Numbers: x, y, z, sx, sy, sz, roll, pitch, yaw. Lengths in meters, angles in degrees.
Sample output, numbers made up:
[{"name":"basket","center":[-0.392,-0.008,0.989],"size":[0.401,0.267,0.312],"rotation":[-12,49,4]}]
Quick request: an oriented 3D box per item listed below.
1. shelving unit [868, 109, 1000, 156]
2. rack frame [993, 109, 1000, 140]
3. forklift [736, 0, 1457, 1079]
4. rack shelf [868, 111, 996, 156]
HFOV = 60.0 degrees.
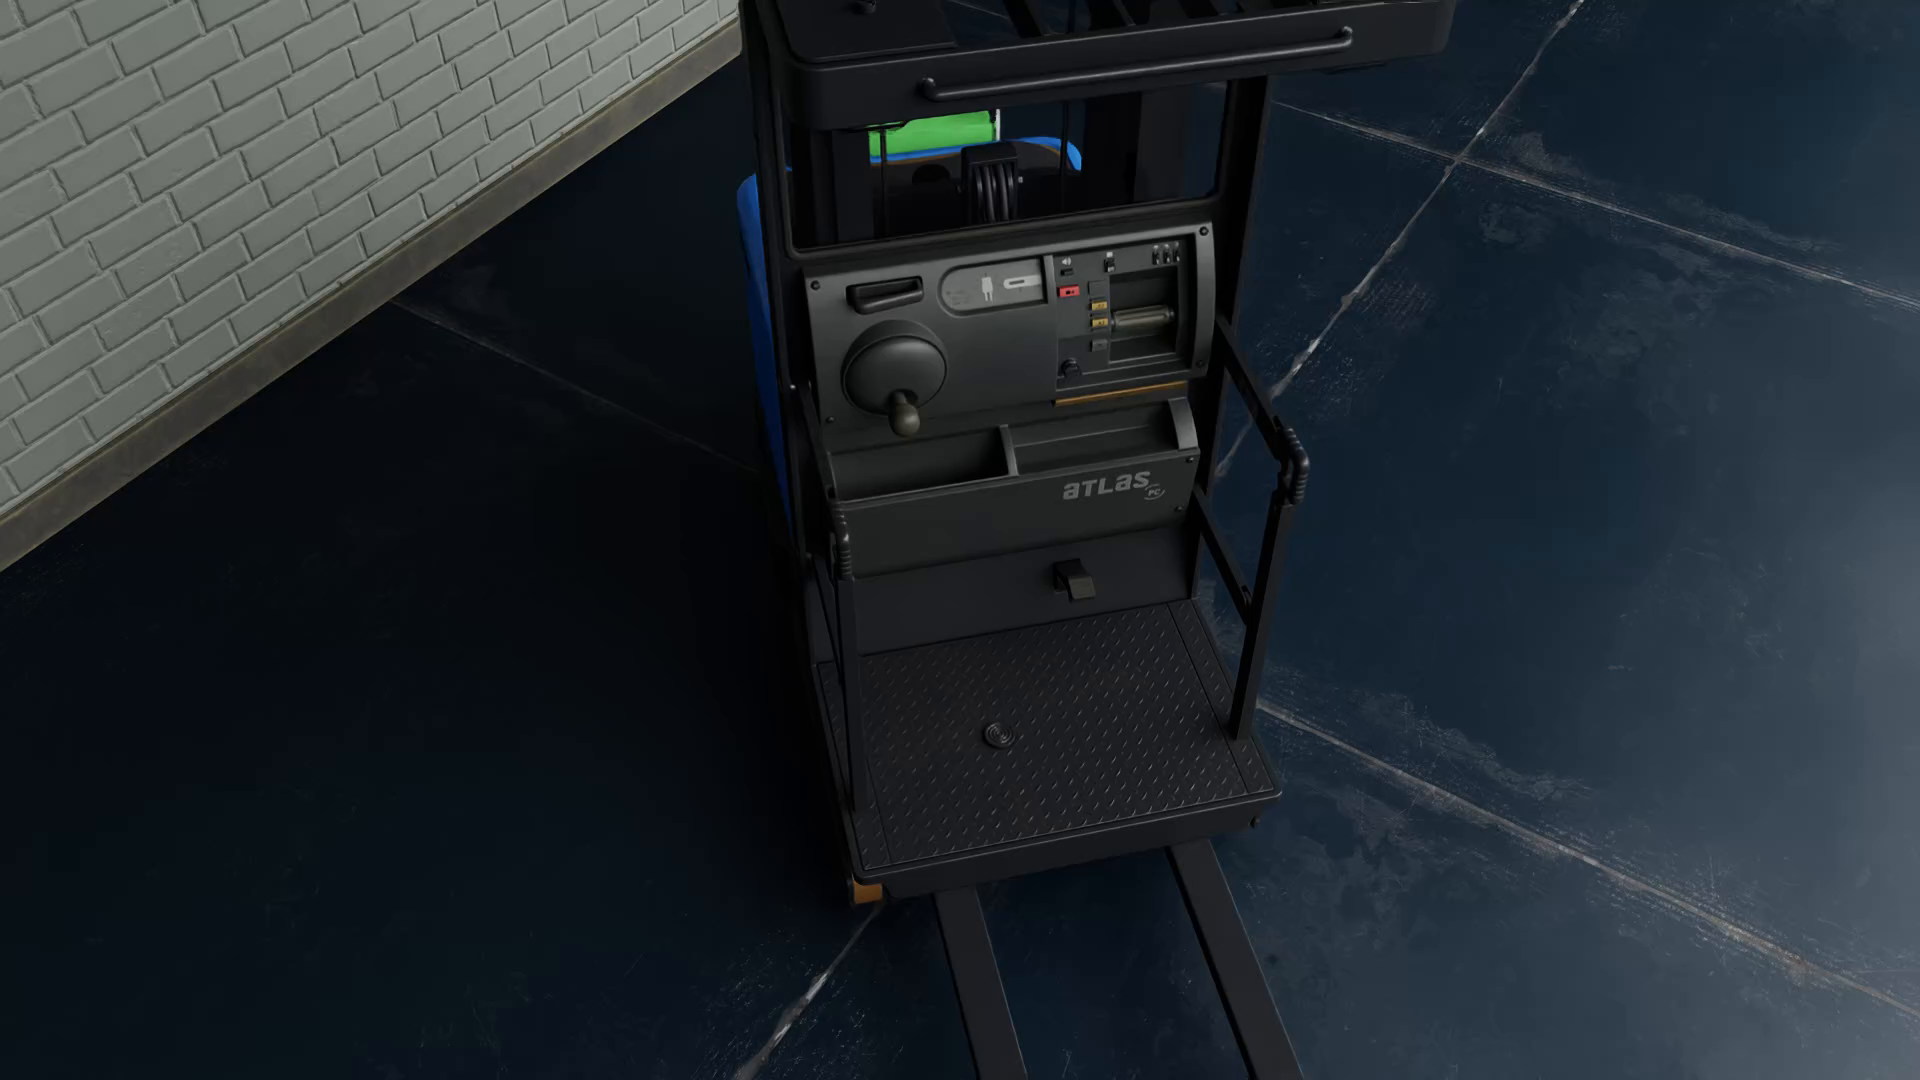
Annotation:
[{"name":"shelving unit","center":[-0.152,-0.953,5.338],"size":[0.503,1.200,0.258],"rotation":[-9,46,-9]},{"name":"rack frame","center":[0.085,-0.992,5.376],"size":[0.015,1.200,0.240],"rotation":[-9,46,-9]},{"name":"forklift","center":[0.173,-0.384,3.579],"size":[1.130,2.935,3.031],"rotation":[-9,47,-9]},{"name":"rack shelf","center":[-0.153,-1.245,5.042],"size":[0.480,0.148,0.258],"rotation":[-9,46,-9]}]
